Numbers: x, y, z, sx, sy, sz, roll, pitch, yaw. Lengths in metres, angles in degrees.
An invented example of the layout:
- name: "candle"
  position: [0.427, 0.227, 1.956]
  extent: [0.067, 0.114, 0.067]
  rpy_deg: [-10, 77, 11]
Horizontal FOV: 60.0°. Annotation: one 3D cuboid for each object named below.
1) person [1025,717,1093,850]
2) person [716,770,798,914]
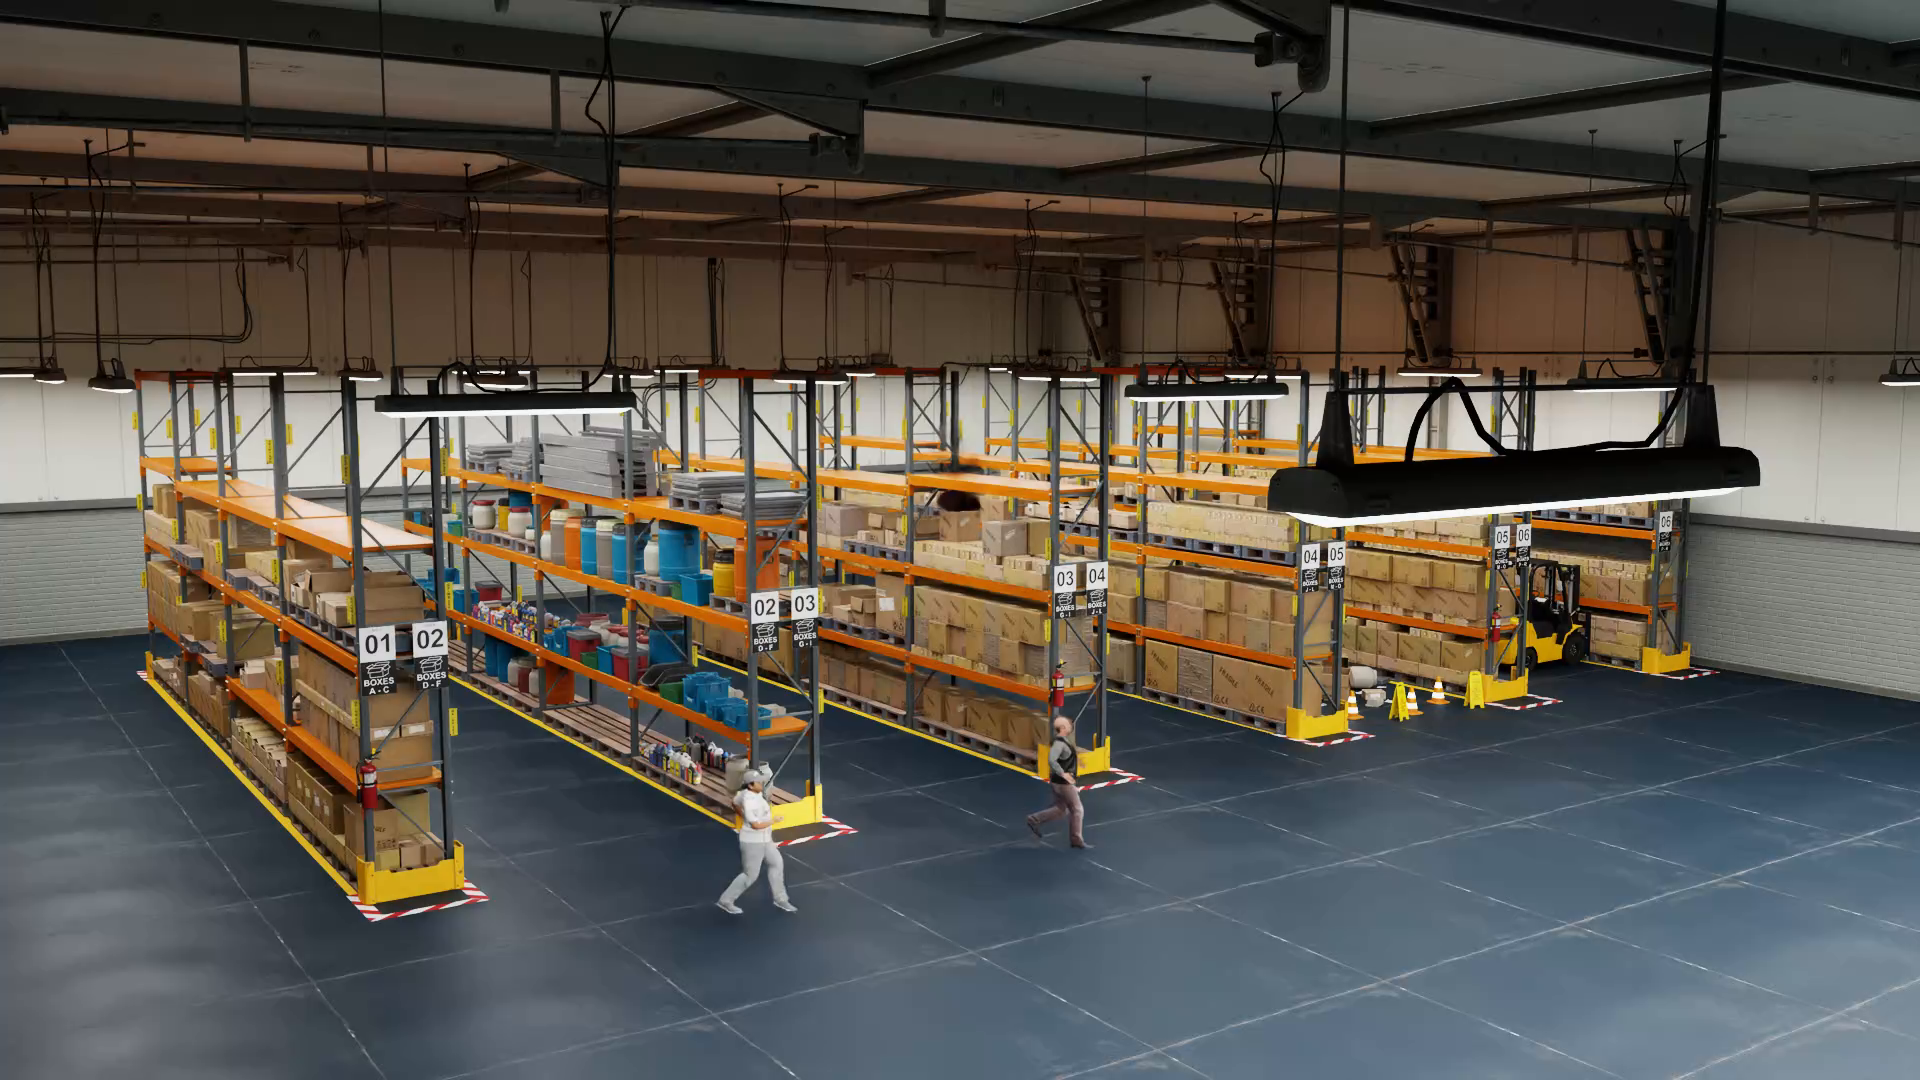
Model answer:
- name: "person"
  position: [1.273, 3.107, 21.197]
  extent: [0.875, 1.721, 0.662]
  rpy_deg: [0, 6, -4]
- name: "person"
  position: [-2.289, 3.413, 18.707]
  extent: [0.894, 1.689, 0.608]
  rpy_deg: [0, 6, -3]
